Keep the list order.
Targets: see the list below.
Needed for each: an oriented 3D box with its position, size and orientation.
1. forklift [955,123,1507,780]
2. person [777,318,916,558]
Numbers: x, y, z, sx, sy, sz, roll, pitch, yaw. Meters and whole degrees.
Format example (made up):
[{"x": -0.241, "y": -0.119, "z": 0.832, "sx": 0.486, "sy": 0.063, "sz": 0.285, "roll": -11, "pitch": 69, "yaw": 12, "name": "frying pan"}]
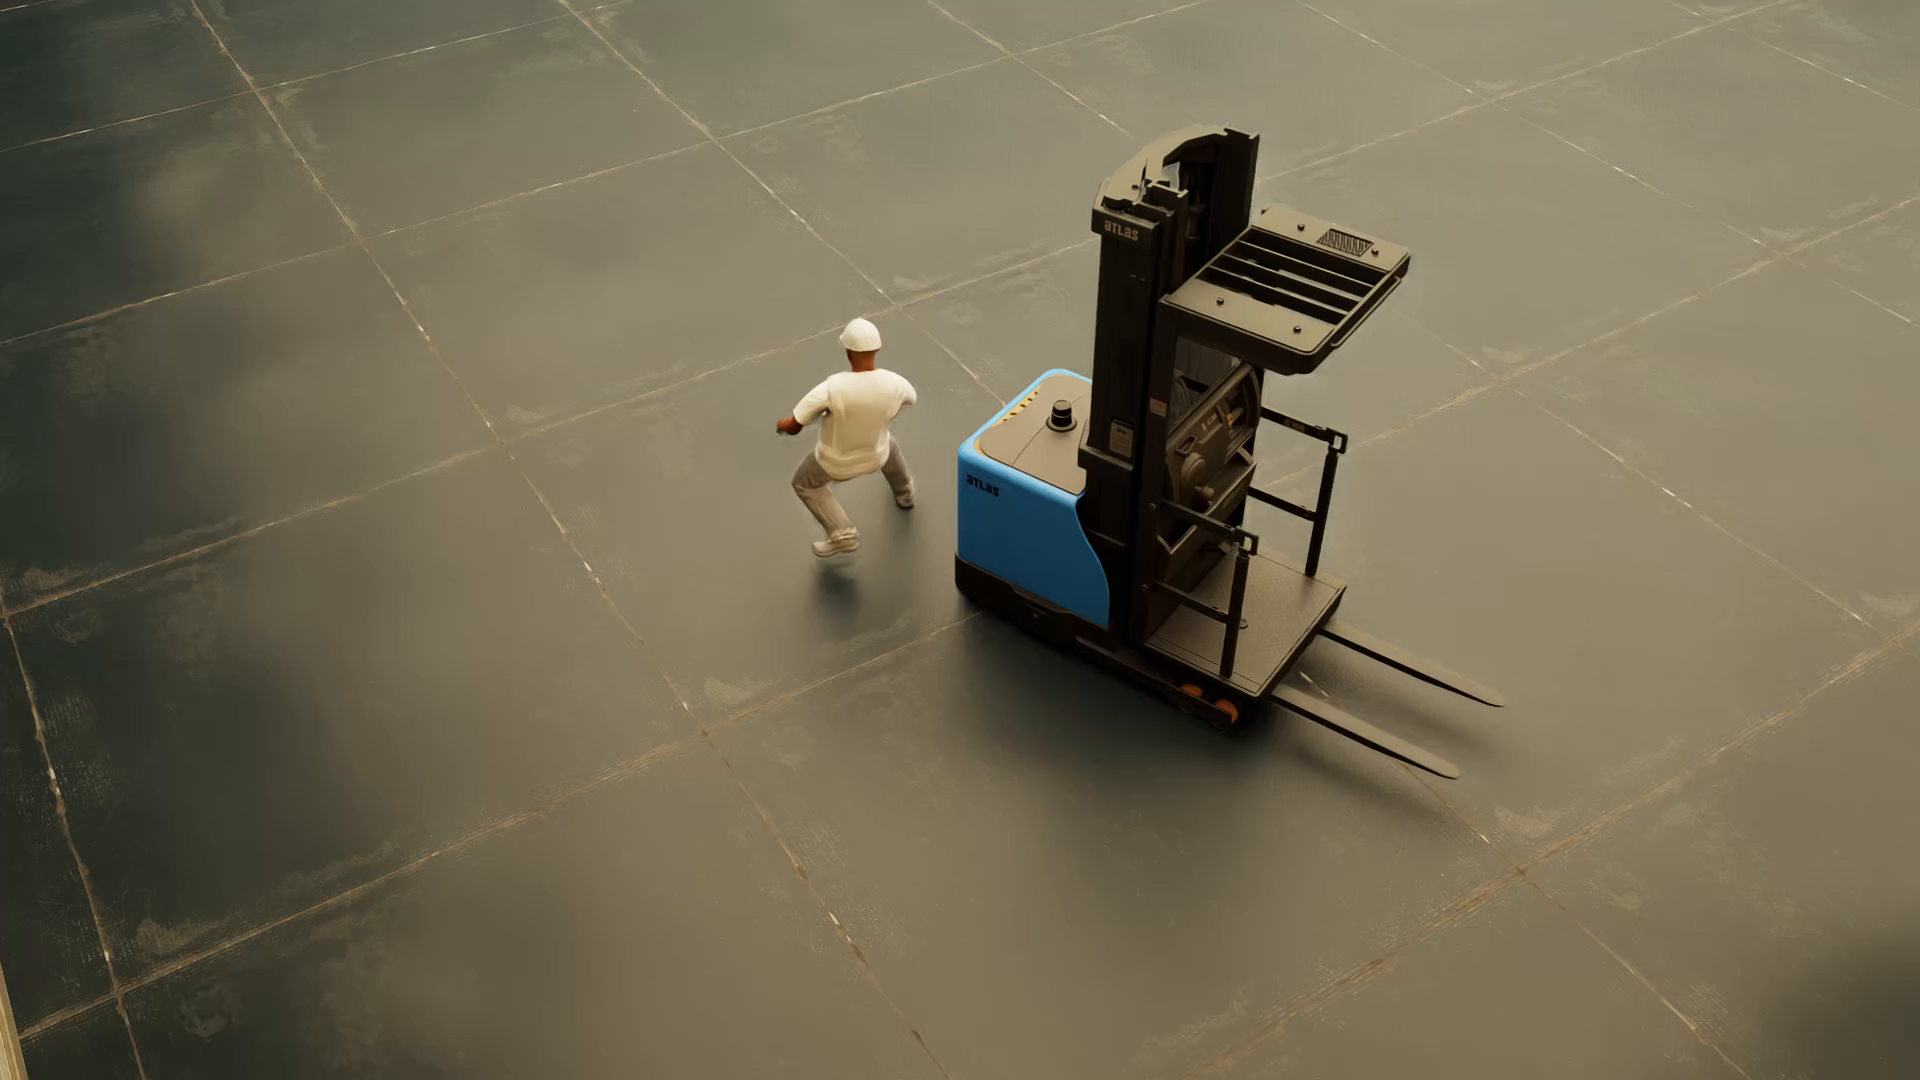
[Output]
[{"x": 1.466, "y": -0.488, "z": 8.430, "sx": 3.031, "sy": 2.935, "sz": 1.130, "roll": 25, "pitch": 47, "yaw": 26, "name": "forklift"}, {"x": -0.616, "y": -0.667, "z": 9.615, "sx": 0.881, "sy": 1.580, "sz": 0.732, "roll": -15, "pitch": 43, "yaw": -16, "name": "person"}]
